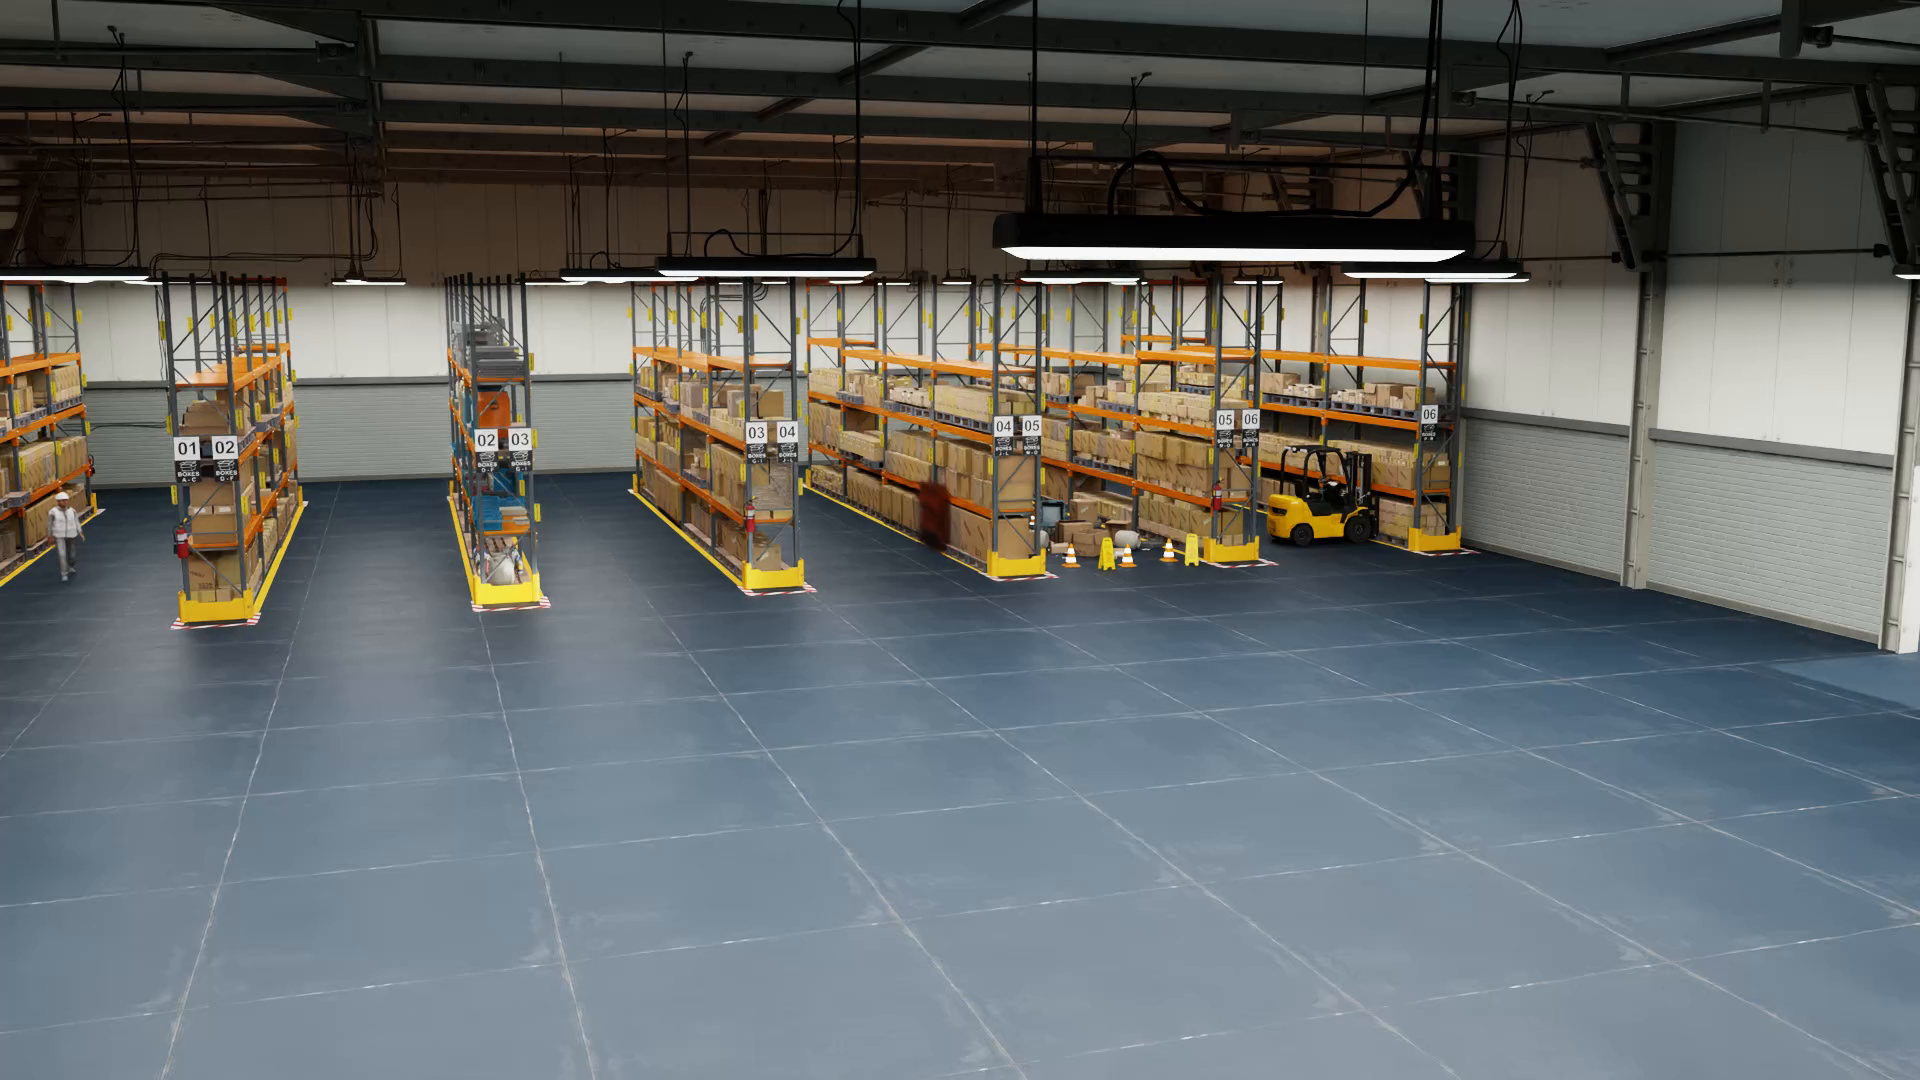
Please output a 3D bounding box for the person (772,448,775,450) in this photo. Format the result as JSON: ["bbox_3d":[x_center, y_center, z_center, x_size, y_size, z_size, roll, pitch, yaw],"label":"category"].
[{"bbox_3d":[-5.964,-2.788,50.647,0.927,1.754,0.590,-7,11,-39],"label":"person"}]

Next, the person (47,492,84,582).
[{"bbox_3d":[-17.666,-0.087,32.836,0.631,1.730,1.031,-6,10,-33],"label":"person"}]
